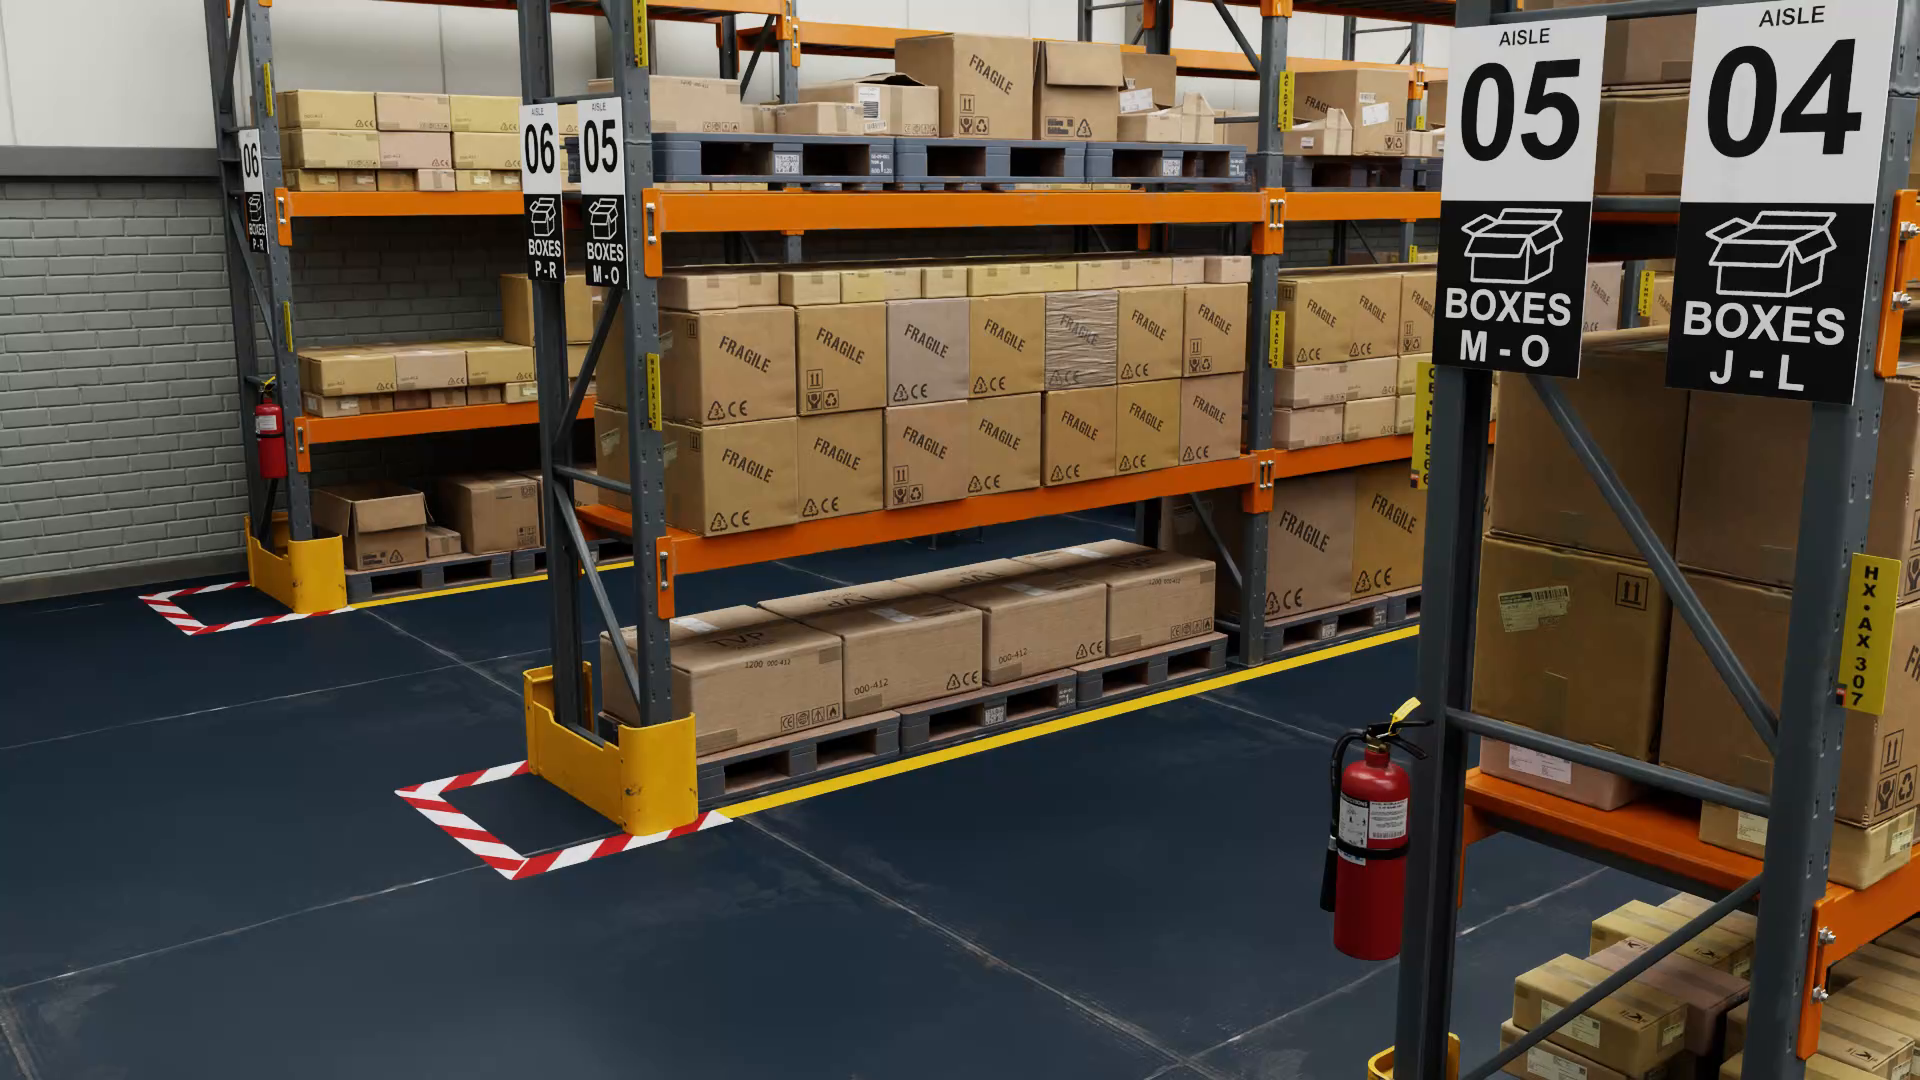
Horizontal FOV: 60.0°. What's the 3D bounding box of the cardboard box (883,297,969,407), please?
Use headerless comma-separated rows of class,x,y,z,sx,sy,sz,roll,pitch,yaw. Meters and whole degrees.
cardboard box,-0.301,-0.952,8.241,0.500,0.500,0.500,-10,15,-38

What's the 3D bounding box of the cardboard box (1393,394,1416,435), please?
cardboard box,2.795,-0.853,10.783,0.500,0.250,0.500,-10,15,-38

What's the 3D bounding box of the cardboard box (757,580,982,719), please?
cardboard box,-0.488,0.565,8.905,0.875,0.438,0.875,-9,15,-36

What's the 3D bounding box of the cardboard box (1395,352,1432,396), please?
cardboard box,2.793,-1.096,10.727,0.500,0.250,0.500,-9,15,-37

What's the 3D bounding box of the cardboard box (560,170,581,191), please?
cardboard box,-2.911,-2.630,12.177,0.250,0.149,0.380,-9,15,-37

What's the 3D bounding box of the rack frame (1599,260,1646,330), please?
rack frame,4.596,-1.299,12.526,0.127,3.000,1.000,-9,15,-38

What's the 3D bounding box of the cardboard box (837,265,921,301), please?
cardboard box,-0.399,-1.258,8.123,0.250,0.149,0.380,-9,15,-37

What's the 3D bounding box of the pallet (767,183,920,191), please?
pallet,-1.078,-3.033,13.924,1.003,0.211,1.213,-9,15,-38

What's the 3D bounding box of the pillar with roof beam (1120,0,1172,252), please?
pillar with roof beam,4.637,-4.656,13.889,0.400,9.000,9.100,-9,15,-38

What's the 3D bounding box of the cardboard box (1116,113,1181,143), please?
cardboard box,0.968,-2.210,8.946,0.250,0.149,0.380,-9,15,-36

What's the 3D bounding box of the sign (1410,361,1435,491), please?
sign,1.190,-0.285,4.201,0.005,0.325,0.100,-9,15,-38

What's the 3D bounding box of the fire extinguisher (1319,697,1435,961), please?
fire extinguisher,1.036,0.707,4.164,0.183,0.674,0.296,-9,15,-38

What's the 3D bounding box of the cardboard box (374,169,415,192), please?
cardboard box,-3.961,-2.483,11.482,0.250,0.149,0.380,-9,15,-37

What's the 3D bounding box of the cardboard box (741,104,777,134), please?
cardboard box,-1.078,-2.000,7.959,0.250,0.149,0.380,-11,16,-42

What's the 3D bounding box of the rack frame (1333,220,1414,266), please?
rack frame,4.616,-2.623,18.760,0.127,3.000,1.000,-9,15,-38

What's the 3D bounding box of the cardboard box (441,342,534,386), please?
cardboard box,-3.444,-1.285,12.103,0.500,0.250,0.500,-10,15,-39

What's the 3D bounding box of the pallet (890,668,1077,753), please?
pallet,-0.123,0.829,9.217,1.213,0.211,1.003,-9,15,-38

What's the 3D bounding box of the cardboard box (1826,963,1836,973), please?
cardboard box,2.556,1.320,5.326,0.250,0.149,0.380,-9,15,-37

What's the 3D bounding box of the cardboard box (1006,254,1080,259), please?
cardboard box,0.469,-1.539,9.443,0.250,0.149,0.380,-10,15,-38

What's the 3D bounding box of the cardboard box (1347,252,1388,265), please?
cardboard box,4.677,-3.225,19.077,0.250,0.149,0.380,-9,15,-38

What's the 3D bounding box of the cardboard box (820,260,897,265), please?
cardboard box,-0.533,-1.370,8.650,0.250,0.149,0.380,-9,15,-36

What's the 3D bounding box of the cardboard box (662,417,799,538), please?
cardboard box,-1.096,-0.326,7.701,0.500,0.500,0.500,-10,15,-38

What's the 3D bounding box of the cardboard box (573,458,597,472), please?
cardboard box,-2.715,-0.352,13.071,0.500,0.500,0.700,-10,16,-40

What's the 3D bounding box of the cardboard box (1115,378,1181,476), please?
cardboard box,0.872,-0.660,9.274,0.500,0.500,0.500,-10,16,-39

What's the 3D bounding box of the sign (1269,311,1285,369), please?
sign,1.821,-1.153,9.561,0.005,0.325,0.100,-9,15,-38

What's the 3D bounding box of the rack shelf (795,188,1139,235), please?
rack shelf,-0.069,-2.960,14.856,4.000,0.370,1.077,-9,15,-38

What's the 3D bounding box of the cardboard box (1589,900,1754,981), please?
cardboard box,2.131,1.239,4.991,0.250,0.149,0.380,-10,15,-39

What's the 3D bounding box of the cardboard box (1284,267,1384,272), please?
cardboard box,2.473,-1.548,11.049,0.500,0.500,0.500,-9,15,-36

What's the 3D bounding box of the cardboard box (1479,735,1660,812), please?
cardboard box,1.599,0.563,4.359,0.250,0.149,0.380,-9,15,-38

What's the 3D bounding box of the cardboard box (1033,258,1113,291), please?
cardboard box,0.597,-1.423,8.897,0.250,0.149,0.380,-10,15,-38

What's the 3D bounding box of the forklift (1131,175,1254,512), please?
forklift,2.189,-1.915,15.590,1.130,2.935,3.031,1,12,7

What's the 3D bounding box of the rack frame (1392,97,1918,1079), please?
rack frame,1.521,0.529,3.918,0.127,3.000,1.000,-9,15,-38

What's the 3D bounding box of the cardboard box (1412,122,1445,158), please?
cardboard box,3.118,-2.568,10.590,0.258,0.266,0.396,-8,14,-33

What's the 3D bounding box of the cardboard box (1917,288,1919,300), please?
cardboard box,8.615,-2.094,15.310,0.500,0.500,0.500,-10,15,-38

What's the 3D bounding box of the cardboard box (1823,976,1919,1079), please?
cardboard box,2.559,1.347,4.486,0.250,0.149,0.380,-9,15,-38

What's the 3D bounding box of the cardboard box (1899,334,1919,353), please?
cardboard box,2.427,-0.237,4.158,0.500,0.500,0.500,-9,15,-36

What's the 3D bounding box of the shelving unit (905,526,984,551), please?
shelving unit,-0.129,-1.006,13.310,0.503,2.100,0.431,-9,15,-38

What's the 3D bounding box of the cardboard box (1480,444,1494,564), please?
cardboard box,3.306,-0.274,11.803,0.875,0.875,0.875,-9,15,-37

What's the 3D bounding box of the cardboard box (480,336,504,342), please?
cardboard box,-3.359,-1.439,12.828,0.500,0.250,0.500,-9,15,-38

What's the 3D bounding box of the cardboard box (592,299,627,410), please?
cardboard box,-1.423,-0.900,8.000,0.500,0.500,0.500,-9,15,-36

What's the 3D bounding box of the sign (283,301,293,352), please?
sign,-4.415,-1.401,10.922,0.005,0.325,0.100,-9,15,-38

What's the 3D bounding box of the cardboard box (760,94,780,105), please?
cardboard box,-1.435,-3.583,13.697,0.258,0.266,0.396,-10,15,-38

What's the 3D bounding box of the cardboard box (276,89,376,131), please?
cardboard box,-4.251,-2.867,11.127,0.500,0.250,0.500,-10,15,-38

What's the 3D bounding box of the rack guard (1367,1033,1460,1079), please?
rack guard,1.580,1.741,4.224,0.348,0.500,1.175,-9,15,-38

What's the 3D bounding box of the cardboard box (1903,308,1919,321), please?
cardboard box,2.930,-0.459,5.203,0.500,0.500,0.500,-10,16,-40

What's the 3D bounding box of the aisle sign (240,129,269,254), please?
aisle sign,-4.624,-2.281,10.891,0.004,0.787,0.394,-9,15,-38

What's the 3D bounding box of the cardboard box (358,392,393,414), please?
cardboard box,-4.156,-0.982,11.635,0.250,0.149,0.380,-9,15,-36

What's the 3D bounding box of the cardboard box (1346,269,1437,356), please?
cardboard box,2.769,-1.464,10.653,0.500,0.500,0.500,-10,16,-39

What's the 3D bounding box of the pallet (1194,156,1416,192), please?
pallet,2.158,-2.281,10.388,1.217,0.209,0.805,-10,16,-40

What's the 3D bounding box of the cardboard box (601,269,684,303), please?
cardboard box,-1.495,-1.196,7.828,0.250,0.149,0.380,-9,15,-37

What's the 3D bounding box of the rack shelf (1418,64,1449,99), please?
rack shelf,6.178,-5.269,19.475,4.000,0.370,1.077,-9,15,-38

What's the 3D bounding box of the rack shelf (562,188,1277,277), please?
rack shelf,-0.089,-1.636,8.623,4.000,0.370,1.077,-9,15,-38
